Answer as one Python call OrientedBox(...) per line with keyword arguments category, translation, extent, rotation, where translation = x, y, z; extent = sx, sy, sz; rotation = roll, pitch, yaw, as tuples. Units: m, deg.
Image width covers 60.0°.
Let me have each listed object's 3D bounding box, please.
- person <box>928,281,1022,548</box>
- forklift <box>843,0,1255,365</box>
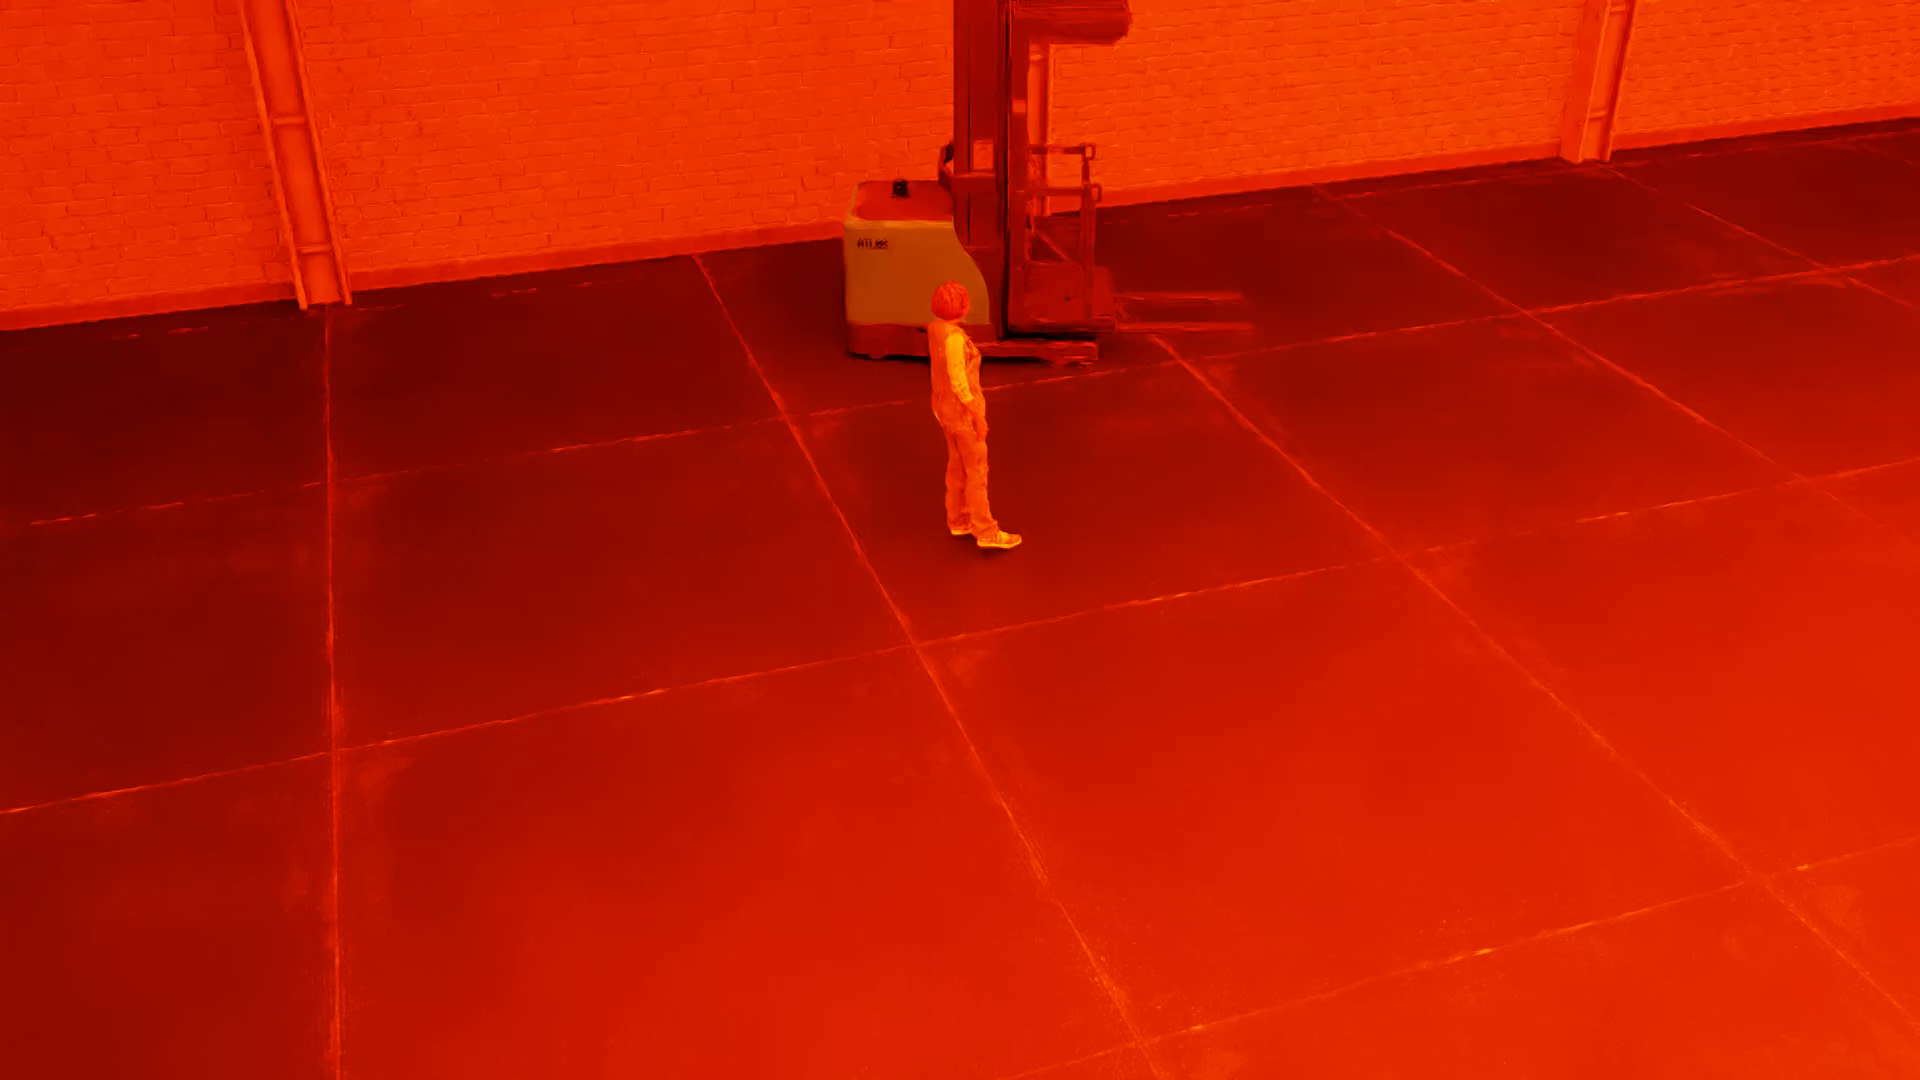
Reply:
OrientedBox(category="person", translation=(0.074, -0.737, 9.613), extent=(0.476, 1.596, 0.521), rotation=(-10, 31, -16))
OrientedBox(category="forklift", translation=(0.675, -2.830, 12.005), extent=(3.031, 2.935, 1.130), rotation=(1, 30, 1))
